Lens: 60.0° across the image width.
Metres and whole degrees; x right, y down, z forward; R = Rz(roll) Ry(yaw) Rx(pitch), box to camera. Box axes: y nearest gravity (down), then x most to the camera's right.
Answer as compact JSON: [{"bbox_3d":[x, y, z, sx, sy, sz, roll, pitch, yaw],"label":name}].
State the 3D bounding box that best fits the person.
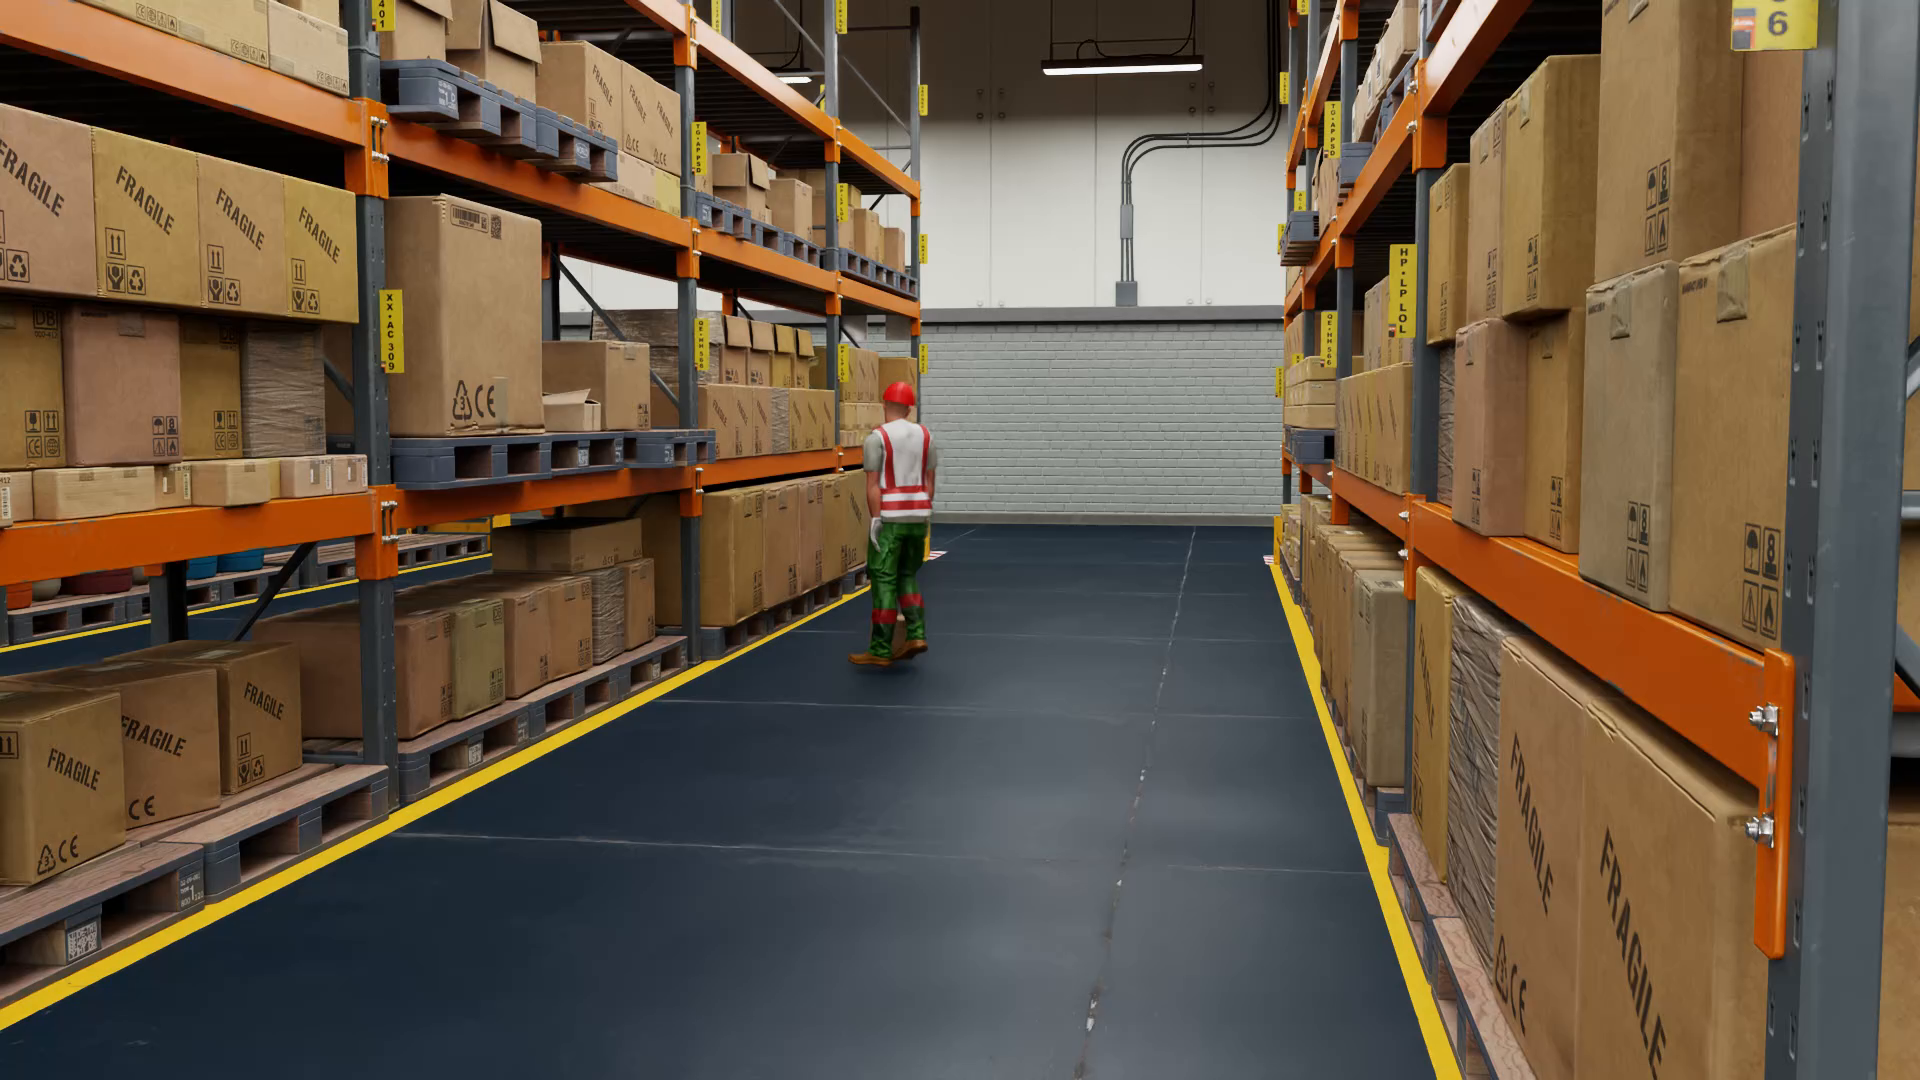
[{"bbox_3d":[-0.410,-0.111,10.496,0.587,1.779,0.379,-3,5,-37],"label":"person"}]
